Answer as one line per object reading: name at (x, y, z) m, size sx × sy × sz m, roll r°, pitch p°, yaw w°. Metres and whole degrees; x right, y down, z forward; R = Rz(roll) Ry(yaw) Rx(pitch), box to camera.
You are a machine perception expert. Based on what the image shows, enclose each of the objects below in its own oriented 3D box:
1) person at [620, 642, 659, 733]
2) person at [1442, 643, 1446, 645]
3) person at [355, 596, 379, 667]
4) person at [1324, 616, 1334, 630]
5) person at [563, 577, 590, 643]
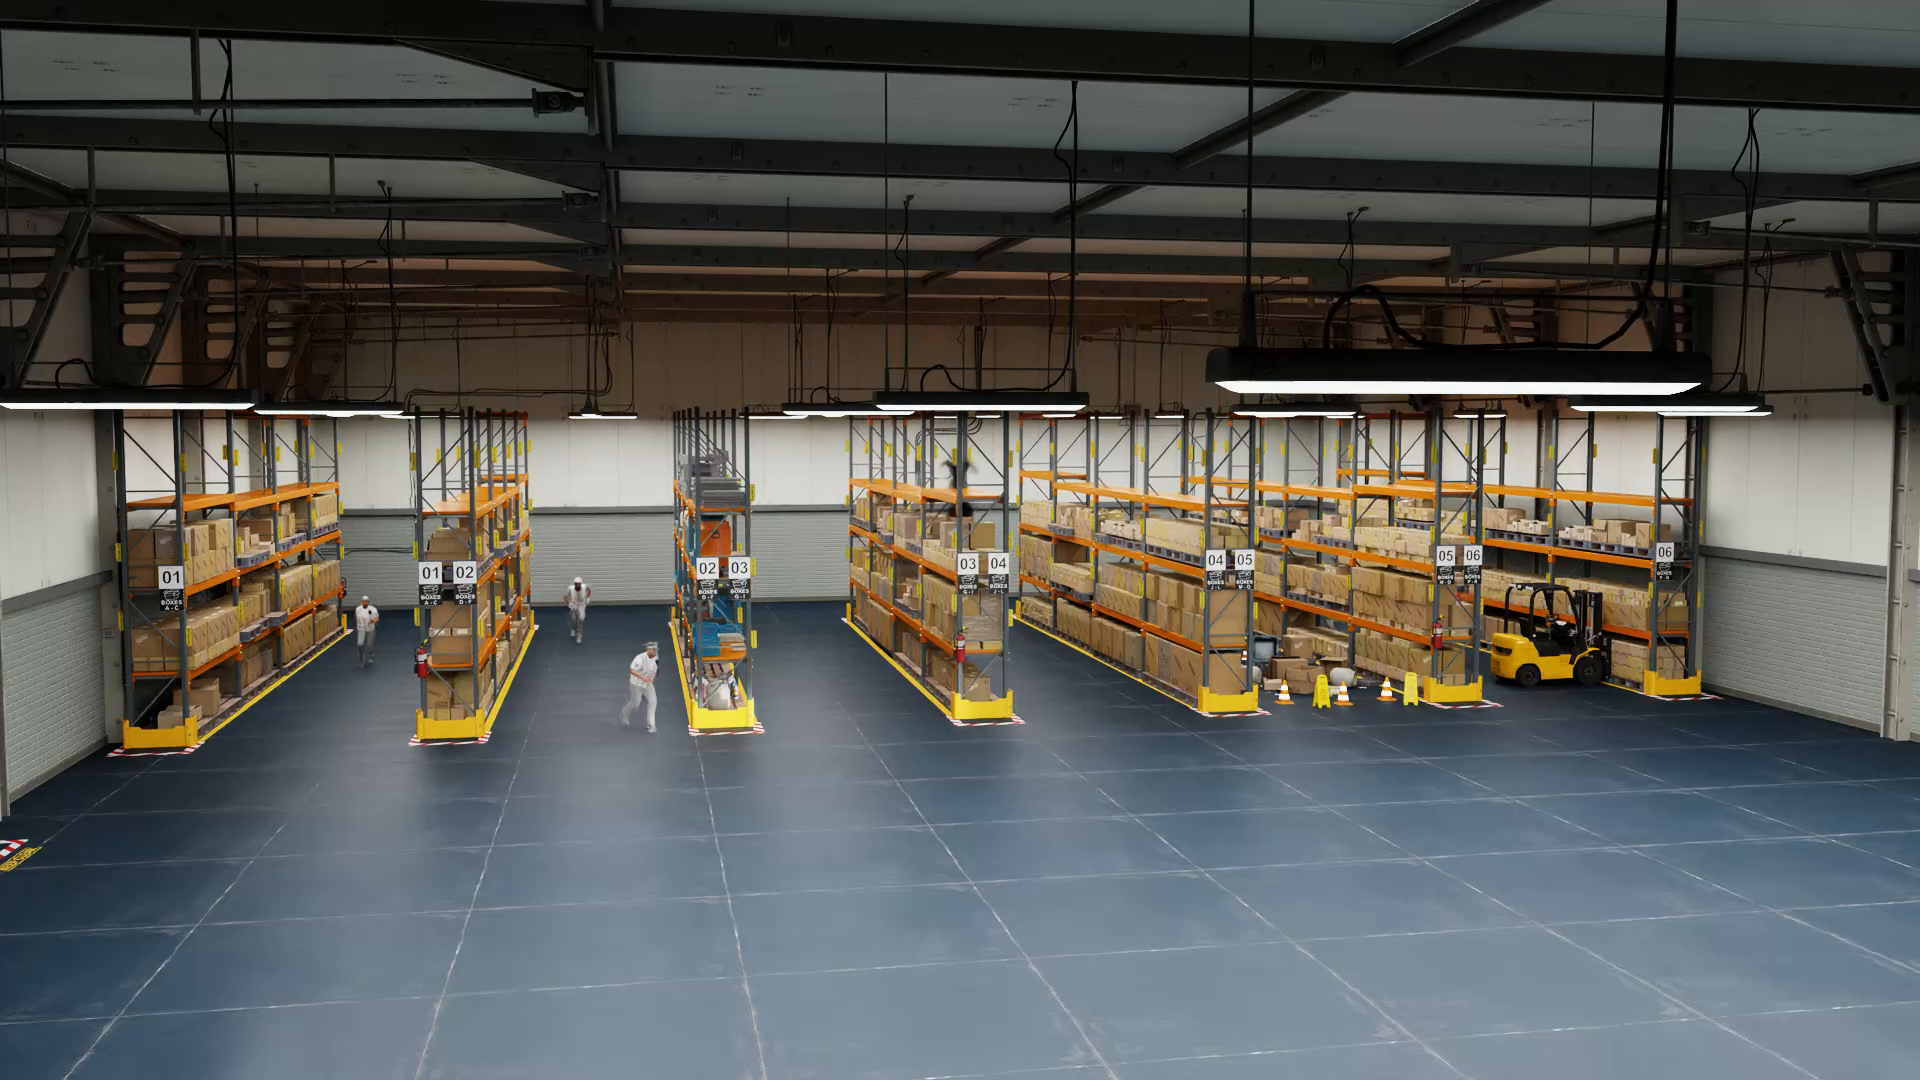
person at (-5.963, 2.712, 30.893) m, size 1.024 × 1.726 × 0.694 m, roll 3°, pitch 5°, yaw 38°
person at (11.496, 2.006, 40.144) m, size 0.659 × 1.738 × 0.815 m, roll -2°, pitch 4°, yaw -23°
person at (-13.896, 2.144, 38.968) m, size 0.556 × 1.666 × 0.775 m, roll -1°, pitch 4°, yaw -11°
person at (9.842, 1.737, 44.302) m, size 0.673 × 1.650 × 0.581 m, roll -1°, pitch 4°, yaw -11°
person at (-10.020, 1.801, 43.444) m, size 0.717 × 1.728 × 1.045 m, roll -2°, pitch 4°, yaw -25°
